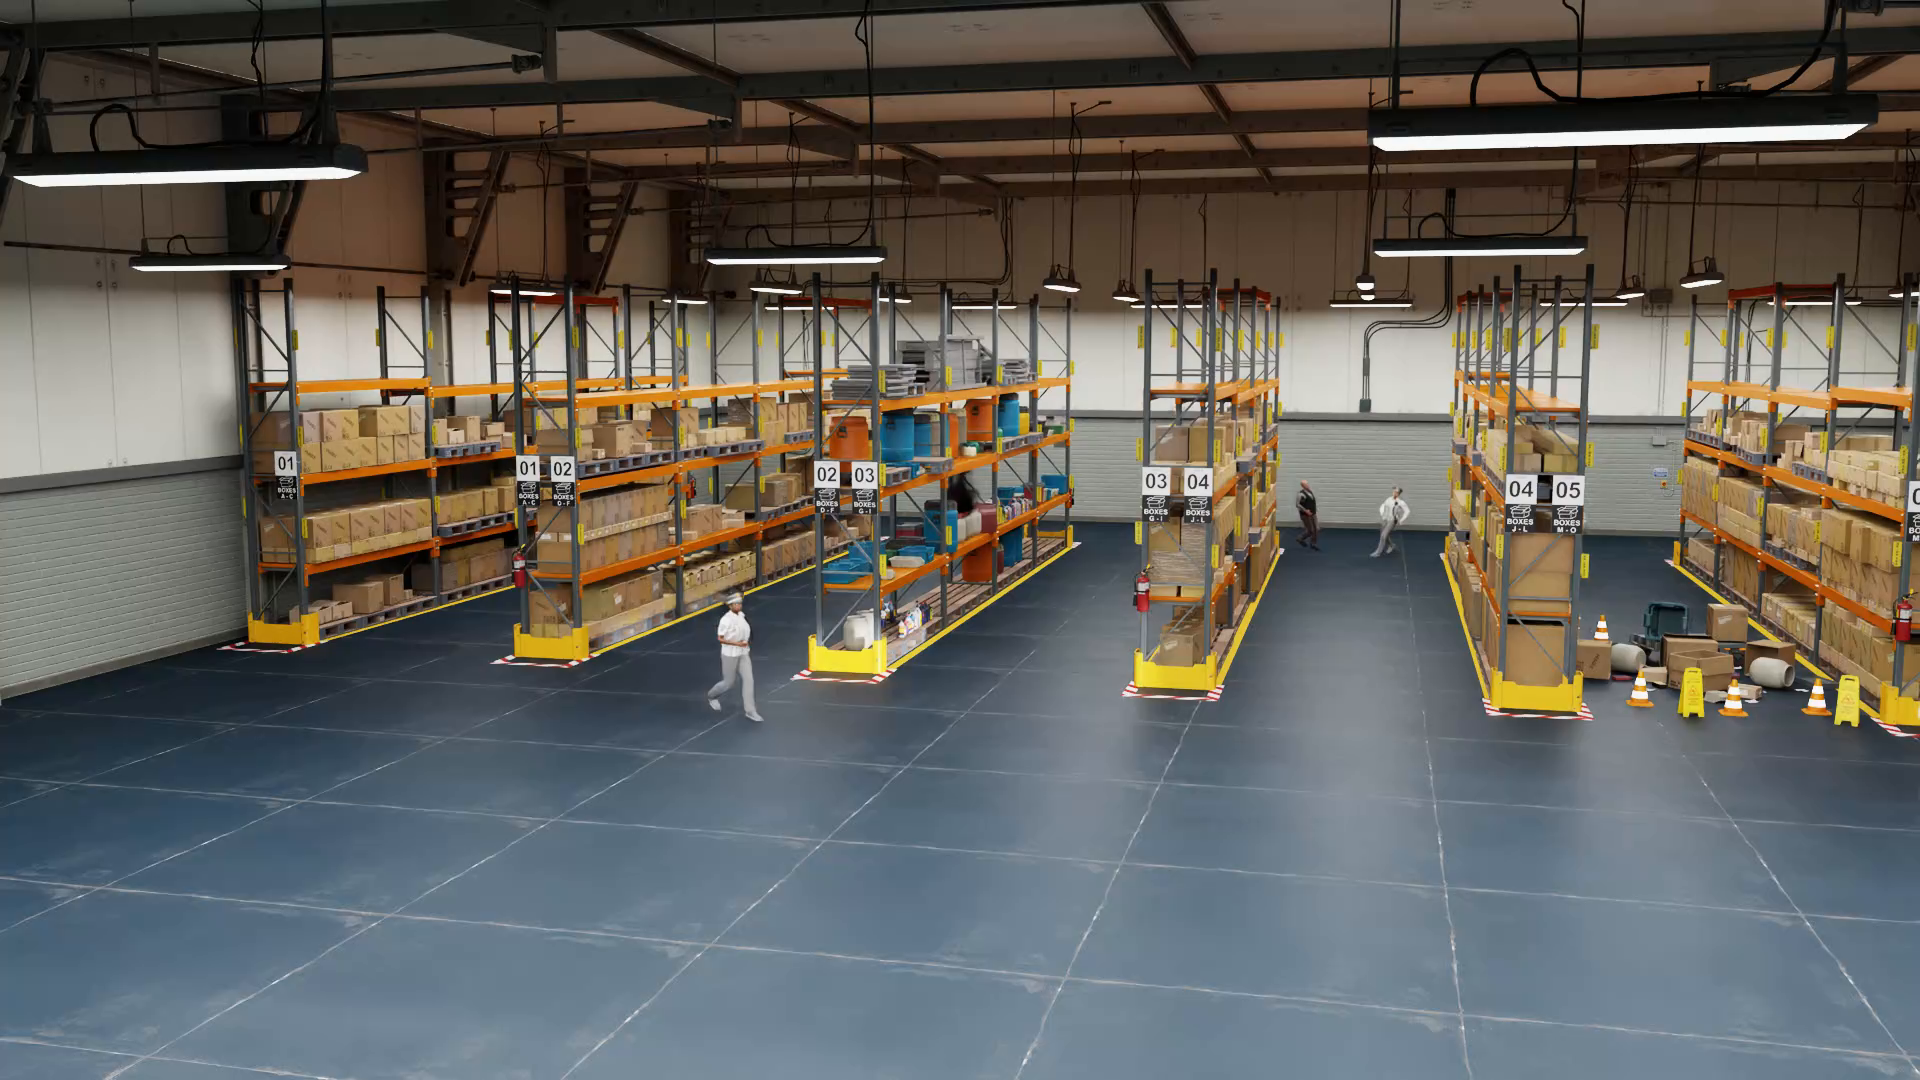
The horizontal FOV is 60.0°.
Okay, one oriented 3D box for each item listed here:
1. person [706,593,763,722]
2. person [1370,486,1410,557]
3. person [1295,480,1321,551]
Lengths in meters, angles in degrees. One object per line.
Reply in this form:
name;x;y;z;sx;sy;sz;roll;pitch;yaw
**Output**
person;-2.991;1.526;21.987;0.931;1.698;0.585;5;9;37
person;9.914;-0.427;38.381;0.867;1.626;0.667;-5;8;-33
person;8.269;-0.580;39.711;0.714;1.708;0.625;-6;9;-40
